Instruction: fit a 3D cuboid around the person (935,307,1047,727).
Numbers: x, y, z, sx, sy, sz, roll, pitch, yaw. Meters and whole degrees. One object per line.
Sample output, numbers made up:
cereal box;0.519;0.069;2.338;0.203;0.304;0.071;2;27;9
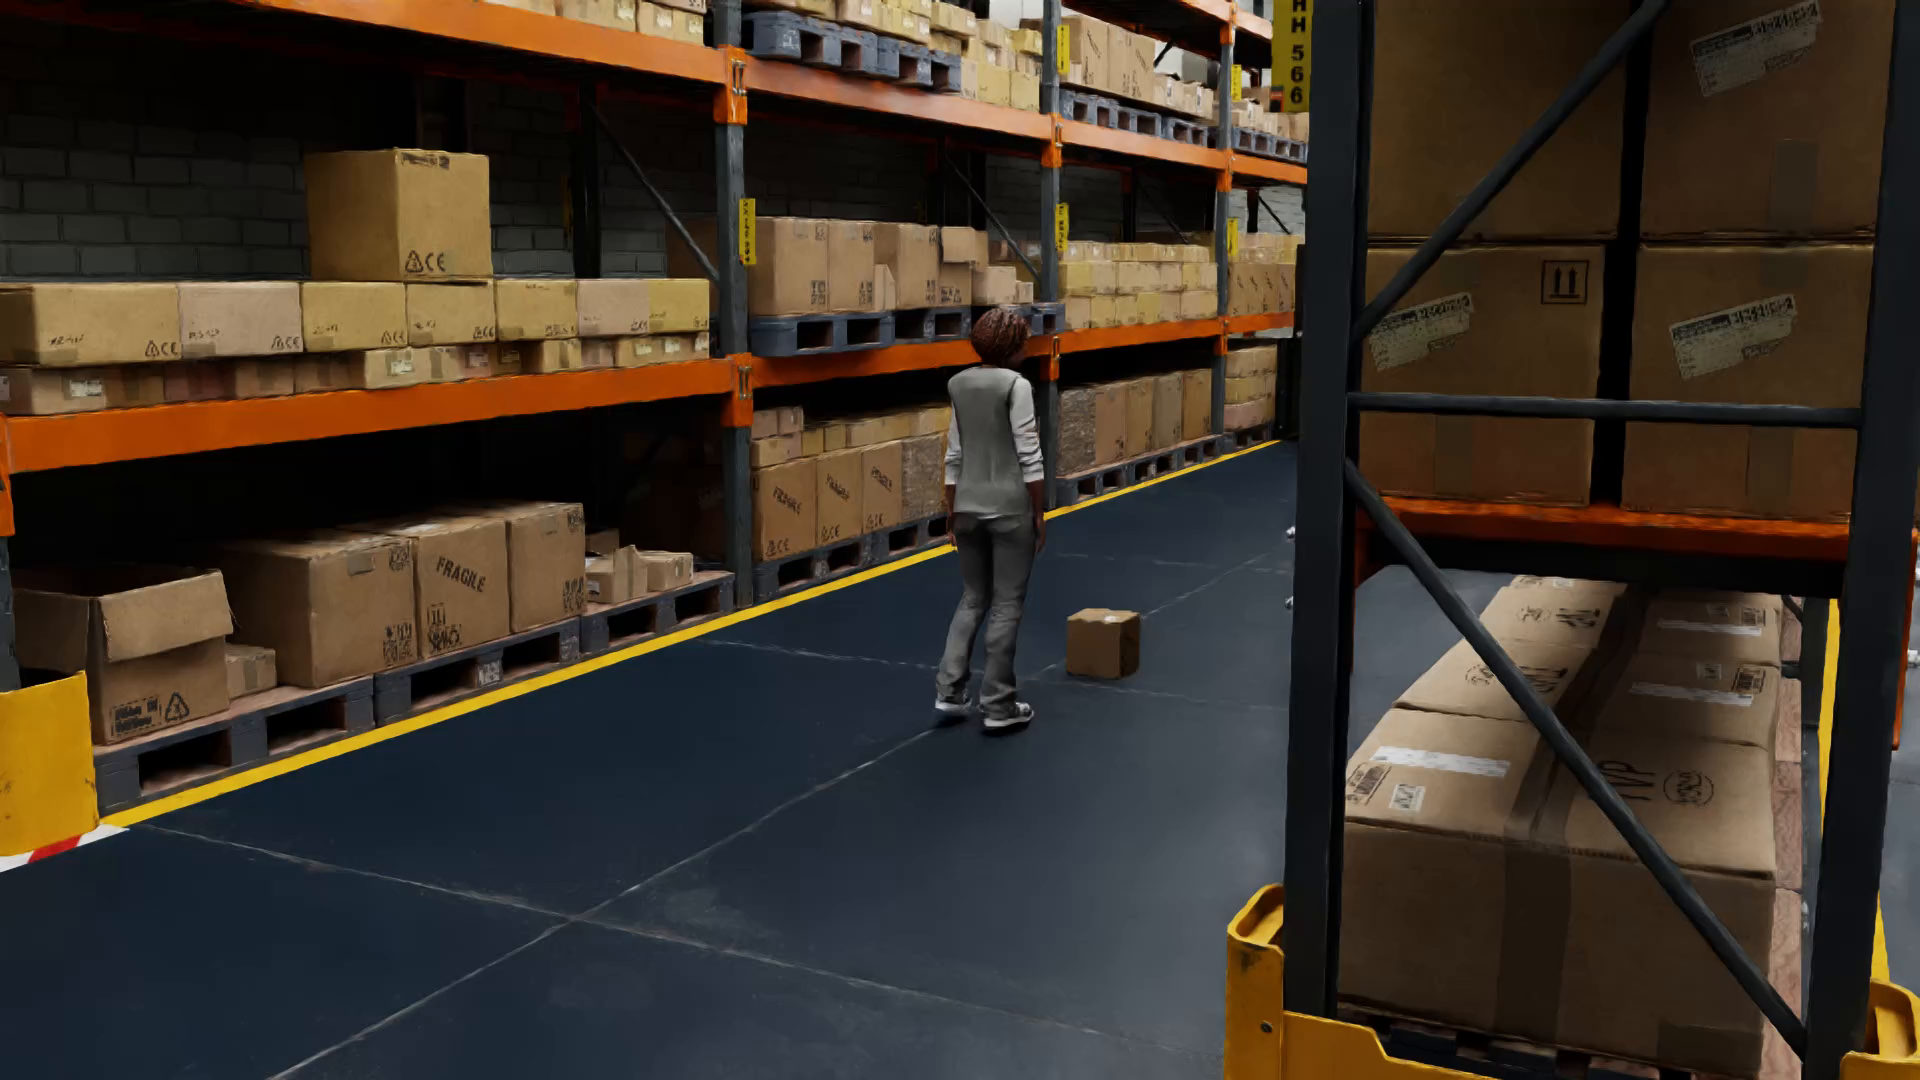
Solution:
person;0.121;-0.085;6.346;0.447;1.591;0.365;6;11;34
